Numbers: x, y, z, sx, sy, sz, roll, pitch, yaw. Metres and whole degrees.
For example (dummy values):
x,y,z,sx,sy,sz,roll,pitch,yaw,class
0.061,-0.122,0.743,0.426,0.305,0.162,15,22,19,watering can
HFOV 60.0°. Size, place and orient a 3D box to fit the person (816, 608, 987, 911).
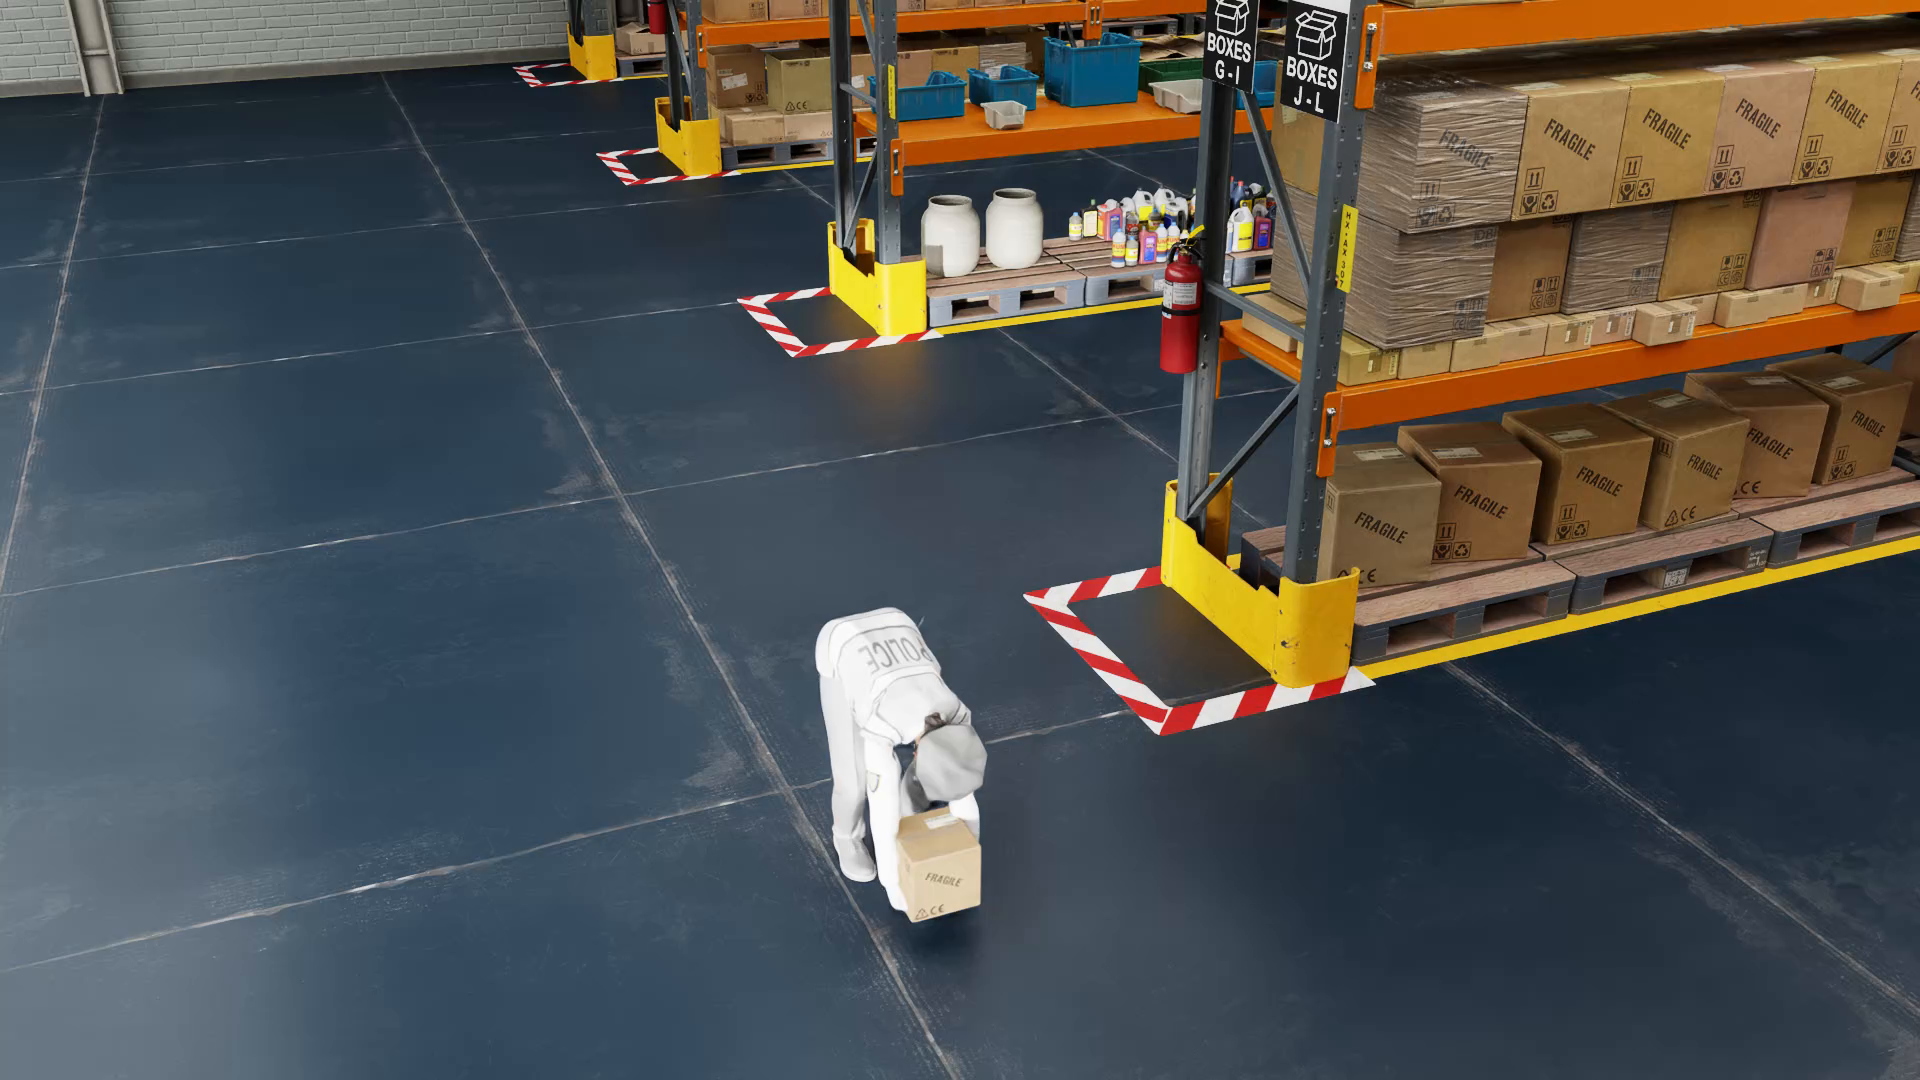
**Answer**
x,y,z,sx,sy,sz,roll,pitch,yaw,class
-0.196,0.797,5.774,0.444,0.972,0.901,-12,29,-23,person
